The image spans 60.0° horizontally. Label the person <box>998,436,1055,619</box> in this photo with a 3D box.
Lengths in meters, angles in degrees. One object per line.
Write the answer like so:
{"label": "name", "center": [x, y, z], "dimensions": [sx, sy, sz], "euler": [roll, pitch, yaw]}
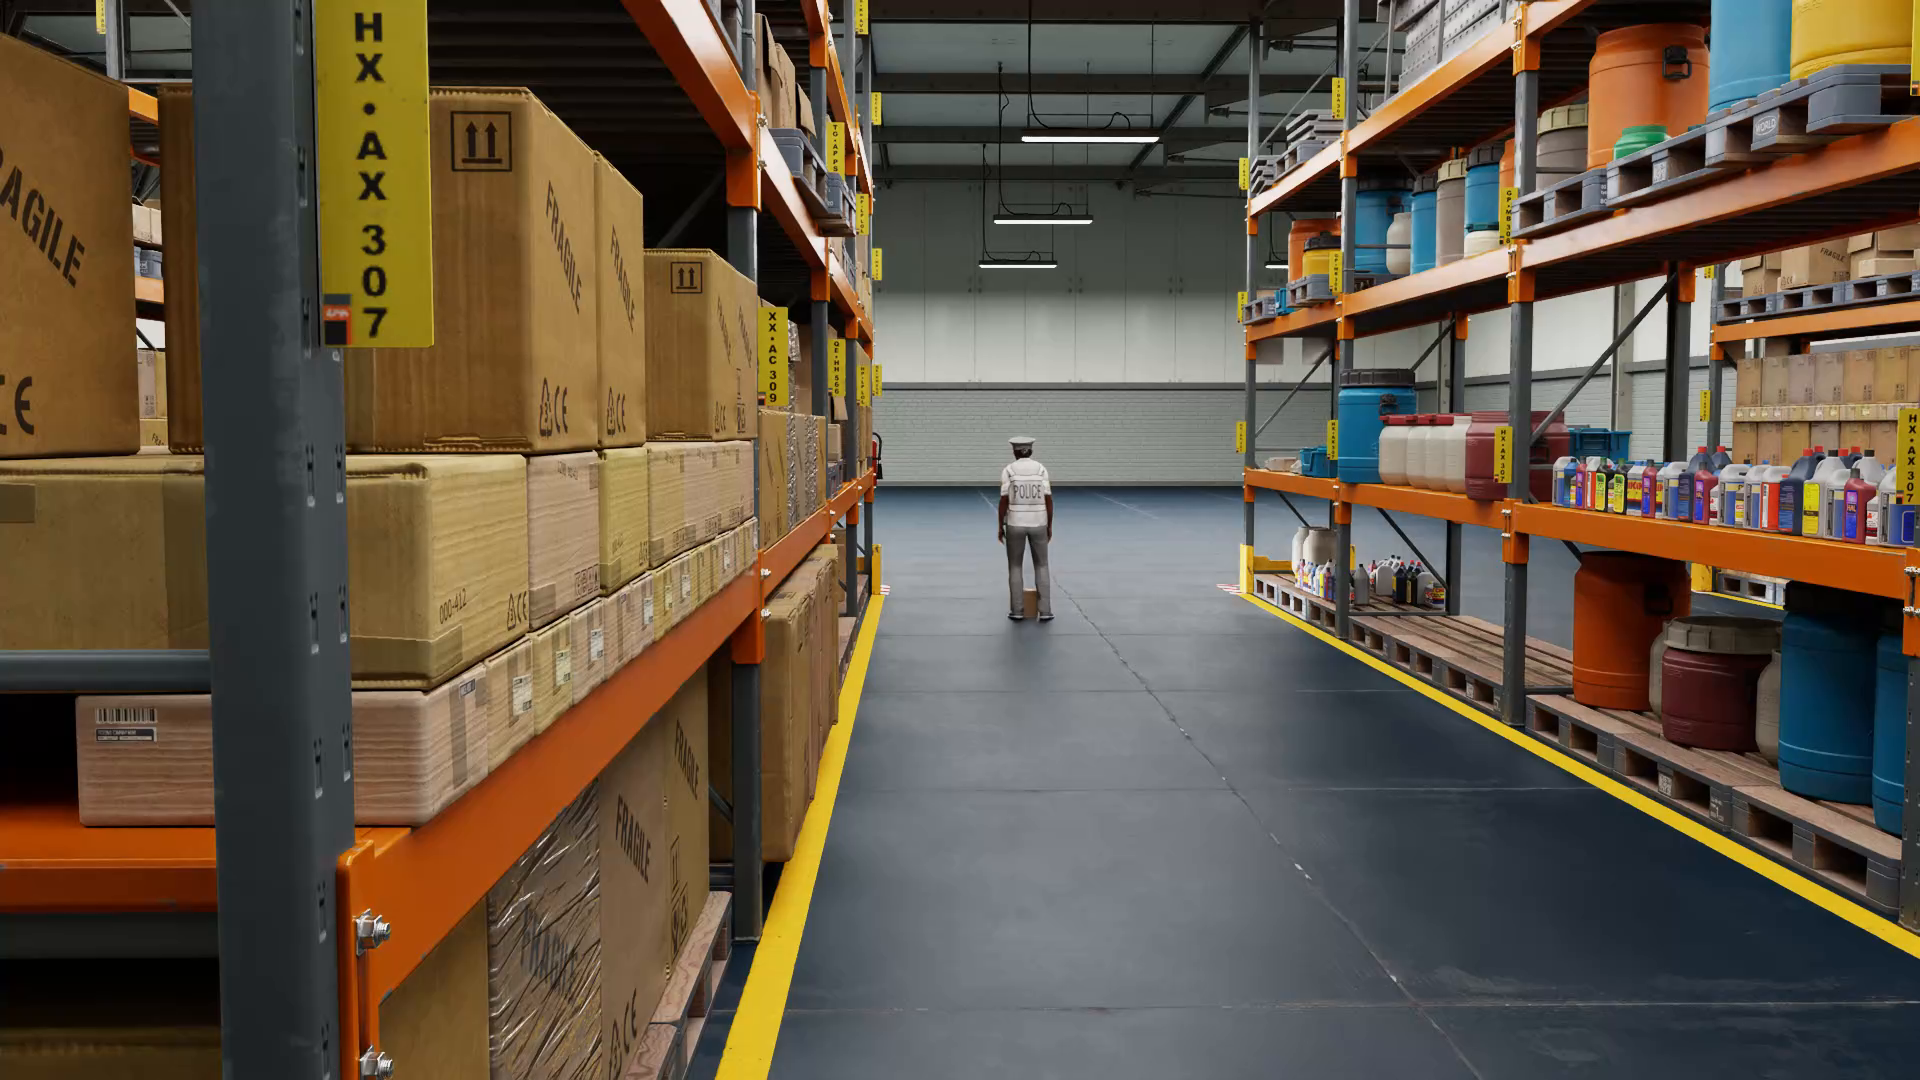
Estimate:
{"label": "person", "center": [0.605, -0.110, 15.094], "dimensions": [0.531, 1.664, 0.420], "euler": [0, 4, -4]}
